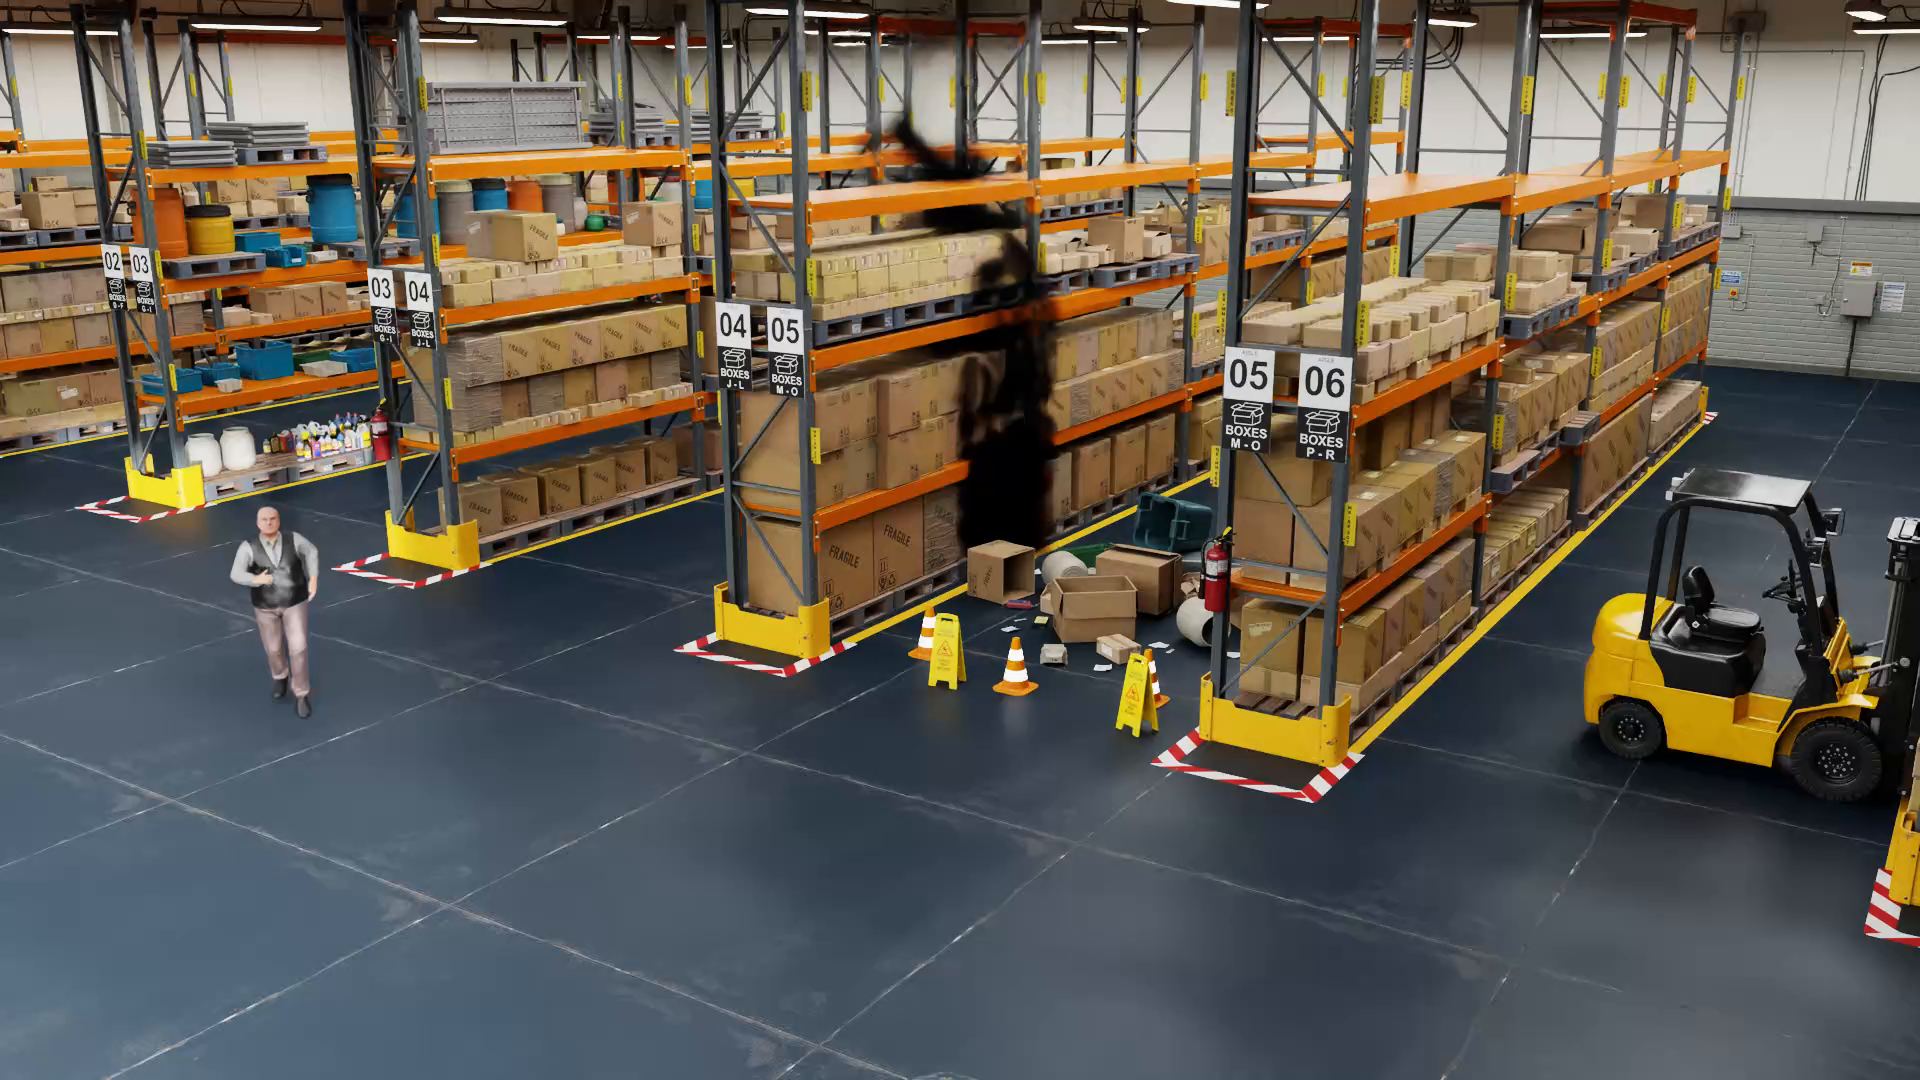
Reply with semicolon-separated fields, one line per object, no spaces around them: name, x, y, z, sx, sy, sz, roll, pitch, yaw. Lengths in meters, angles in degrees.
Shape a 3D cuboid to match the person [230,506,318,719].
person;-5.695;0.583;13.917;0.683;1.786;0.767;-6;17;-21
